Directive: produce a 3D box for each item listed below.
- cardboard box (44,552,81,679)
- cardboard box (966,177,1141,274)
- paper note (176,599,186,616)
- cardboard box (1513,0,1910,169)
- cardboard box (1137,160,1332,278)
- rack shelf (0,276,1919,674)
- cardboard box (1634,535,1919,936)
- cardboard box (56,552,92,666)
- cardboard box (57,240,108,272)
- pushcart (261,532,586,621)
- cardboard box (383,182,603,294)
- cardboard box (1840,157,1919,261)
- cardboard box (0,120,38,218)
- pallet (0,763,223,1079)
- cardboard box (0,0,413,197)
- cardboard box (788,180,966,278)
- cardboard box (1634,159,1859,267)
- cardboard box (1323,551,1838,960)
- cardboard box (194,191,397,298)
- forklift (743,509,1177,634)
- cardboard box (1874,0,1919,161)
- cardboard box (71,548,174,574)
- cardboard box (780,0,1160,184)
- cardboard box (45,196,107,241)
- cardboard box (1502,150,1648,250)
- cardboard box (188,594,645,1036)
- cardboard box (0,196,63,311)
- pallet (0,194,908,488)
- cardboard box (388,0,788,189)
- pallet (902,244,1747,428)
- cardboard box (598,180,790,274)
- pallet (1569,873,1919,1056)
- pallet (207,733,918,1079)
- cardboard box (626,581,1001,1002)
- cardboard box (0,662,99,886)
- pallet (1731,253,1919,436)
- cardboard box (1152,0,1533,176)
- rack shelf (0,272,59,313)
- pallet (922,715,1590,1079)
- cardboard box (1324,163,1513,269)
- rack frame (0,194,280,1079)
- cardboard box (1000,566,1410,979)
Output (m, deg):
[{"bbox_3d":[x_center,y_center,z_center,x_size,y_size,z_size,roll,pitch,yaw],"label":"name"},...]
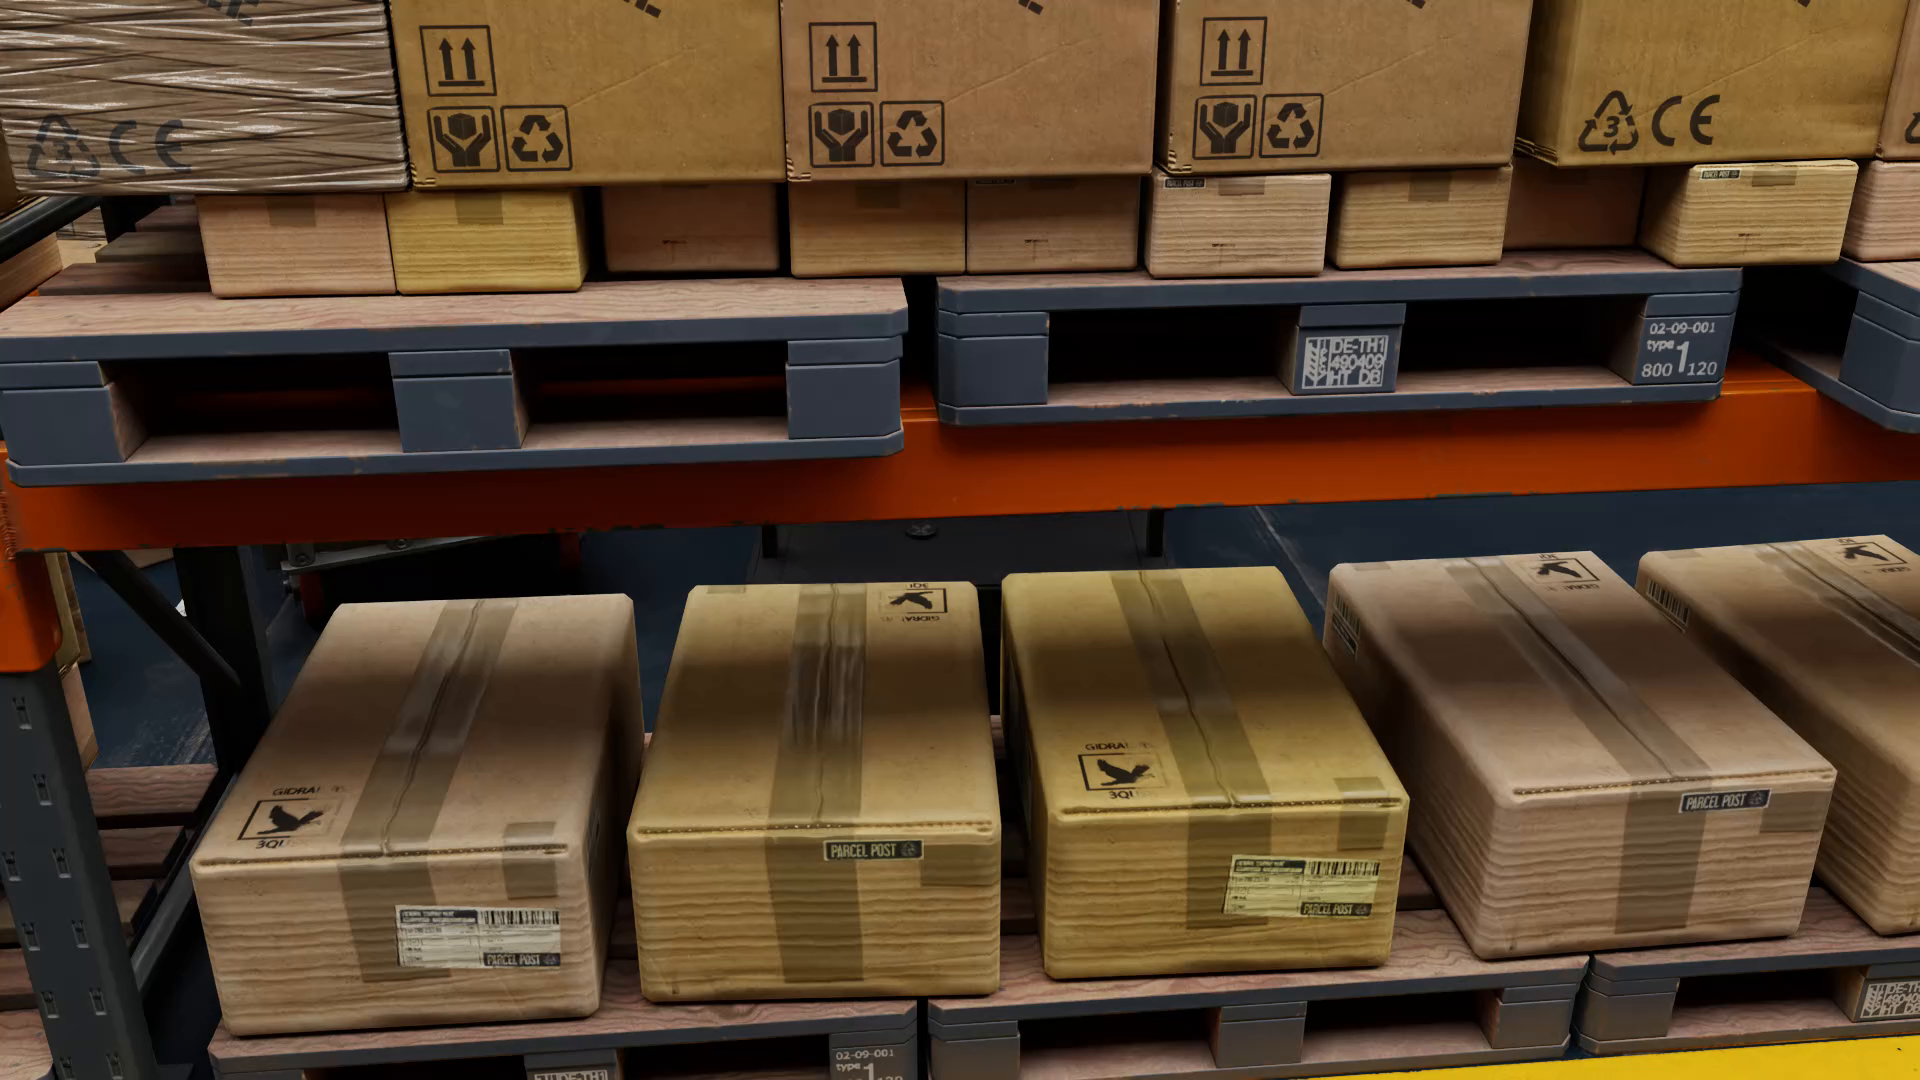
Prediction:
[{"bbox_3d":[-2.110,0.129,3.211,0.500,0.500,0.500,-1,24,-3],"label":"cardboard box"},{"bbox_3d":[0.115,-0.530,2.541,0.250,0.149,0.380,-2,24,-5],"label":"cardboard box"},{"bbox_3d":[-2.191,0.181,4.805,0.142,0.019,0.148,-2,24,-5],"label":"paper note"},{"bbox_3d":[1.044,-0.864,2.495,0.500,0.500,0.500,-4,24,-9],"label":"cardboard box"},{"bbox_3d":[0.385,-0.519,2.518,0.250,0.149,0.380,-1,24,-3],"label":"cardboard box"},{"bbox_3d":[0.494,-0.258,3.023,4.000,0.370,1.077,-2,24,-5],"label":"rack shelf"},{"bbox_3d":[1.921,0.361,3.464,0.625,0.372,0.950,-4,24,-9],"label":"cardboard box"},{"bbox_3d":[-2.696,0.127,4.346,0.500,0.500,0.500,16,28,31],"label":"cardboard box"},{"bbox_3d":[-3.527,-0.886,6.625,0.500,0.500,0.500,2,24,4],"label":"cardboard box"},{"bbox_3d":[-1.770,-0.228,5.299,0.936,0.377,1.648,-11,26,-23],"label":"pushcart"},{"bbox_3d":[-0.665,-0.485,2.440,0.250,0.149,0.380,-2,24,-4],"label":"cardboard box"},{"bbox_3d":[1.424,-0.561,2.611,0.250,0.149,0.380,-3,24,-8],"label":"cardboard box"},{"bbox_3d":[-1.961,-0.784,2.831,0.500,0.500,0.500,-2,24,-5],"label":"cardboard box"},{"bbox_3d":[-2.161,0.808,3.172,1.213,0.211,1.003,-2,24,-5],"label":"pallet"},{"bbox_3d":[-1.001,-0.783,2.313,0.500,0.500,0.500,-2,24,-4],"label":"cardboard box"},{"bbox_3d":[-0.131,-0.521,2.520,0.250,0.149,0.380,-2,24,-4],"label":"cardboard box"},{"bbox_3d":[1.152,-0.544,2.573,0.250,0.149,0.380,-2,24,-4],"label":"cardboard box"},{"bbox_3d":[1.188,0.393,3.390,0.625,0.372,0.950,-3,24,-6],"label":"cardboard box"},{"bbox_3d":[-0.915,-0.479,2.426,0.250,0.149,0.380,-2,24,-4],"label":"cardboard box"},{"bbox_3d":[0.003,-1.084,4.081,1.130,2.935,3.031,0,24,0],"label":"forklift"},{"bbox_3d":[1.546,-0.885,2.541,0.500,0.500,0.500,-3,24,-6],"label":"cardboard box"},{"bbox_3d":[-2.518,-0.093,5.132,0.258,0.266,0.396,22,32,40],"label":"cardboard box"},{"bbox_3d":[-0.009,-0.818,2.391,0.500,0.500,0.500,-2,24,-5],"label":"cardboard box"},{"bbox_3d":[-3.612,-1.690,7.459,0.875,0.875,0.875,-2,24,-5],"label":"cardboard box"},{"bbox_3d":[0.889,-0.585,2.665,0.250,0.149,0.380,-2,24,-5],"label":"cardboard box"},{"bbox_3d":[-0.974,0.480,3.196,0.625,0.372,0.950,-2,24,-4],"label":"cardboard box"},{"bbox_3d":[-1.841,-0.509,3.012,0.250,0.149,0.380,-2,24,-5],"label":"cardboard box"},{"bbox_3d":[-0.721,-0.391,2.673,1.213,0.211,1.003,-2,24,-5],"label":"pallet"},{"bbox_3d":[-0.503,-0.804,2.359,0.500,0.500,0.500,-2,24,-5],"label":"cardboard box"},{"bbox_3d":[0.519,-0.484,2.881,1.213,0.211,1.003,-2,24,-5],"label":"pallet"},{"bbox_3d":[-0.391,-0.527,2.535,0.250,0.149,0.380,-1,24,-2],"label":"cardboard box"},{"bbox_3d":[1.707,0.638,3.555,1.213,0.211,1.003,-2,24,-5],"label":"pallet"},{"bbox_3d":[-0.721,0.735,3.335,1.213,0.211,1.003,-2,24,-5],"label":"pallet"},{"bbox_3d":[-0.259,0.450,3.263,0.625,0.372,0.950,-1,24,-2],"label":"cardboard box"},{"bbox_3d":[-2.110,0.472,3.363,0.500,0.250,0.500,-3,24,-8],"label":"cardboard box"},{"bbox_3d":[1.786,-0.508,2.935,1.003,0.211,1.213,-2,24,-5],"label":"pallet"},{"bbox_3d":[0.501,-0.843,2.446,0.500,0.500,0.500,-3,24,-7],"label":"cardboard box"},{"bbox_3d":[-3.486,-0.099,2.664,4.000,0.370,1.077,-2,24,-5],"label":"rack shelf"},{"bbox_3d":[0.496,0.685,3.448,1.213,0.211,1.003,-2,24,-5],"label":"pallet"},{"bbox_3d":[0.647,-0.542,2.568,0.250,0.149,0.380,-3,24,-7],"label":"cardboard box"},{"bbox_3d":[-1.496,-0.507,2.698,0.127,3.000,1.000,-2,24,-5],"label":"rack frame"},{"bbox_3d":[0.433,0.421,3.327,0.625,0.372,0.950,-2,24,-3],"label":"cardboard box"}]
